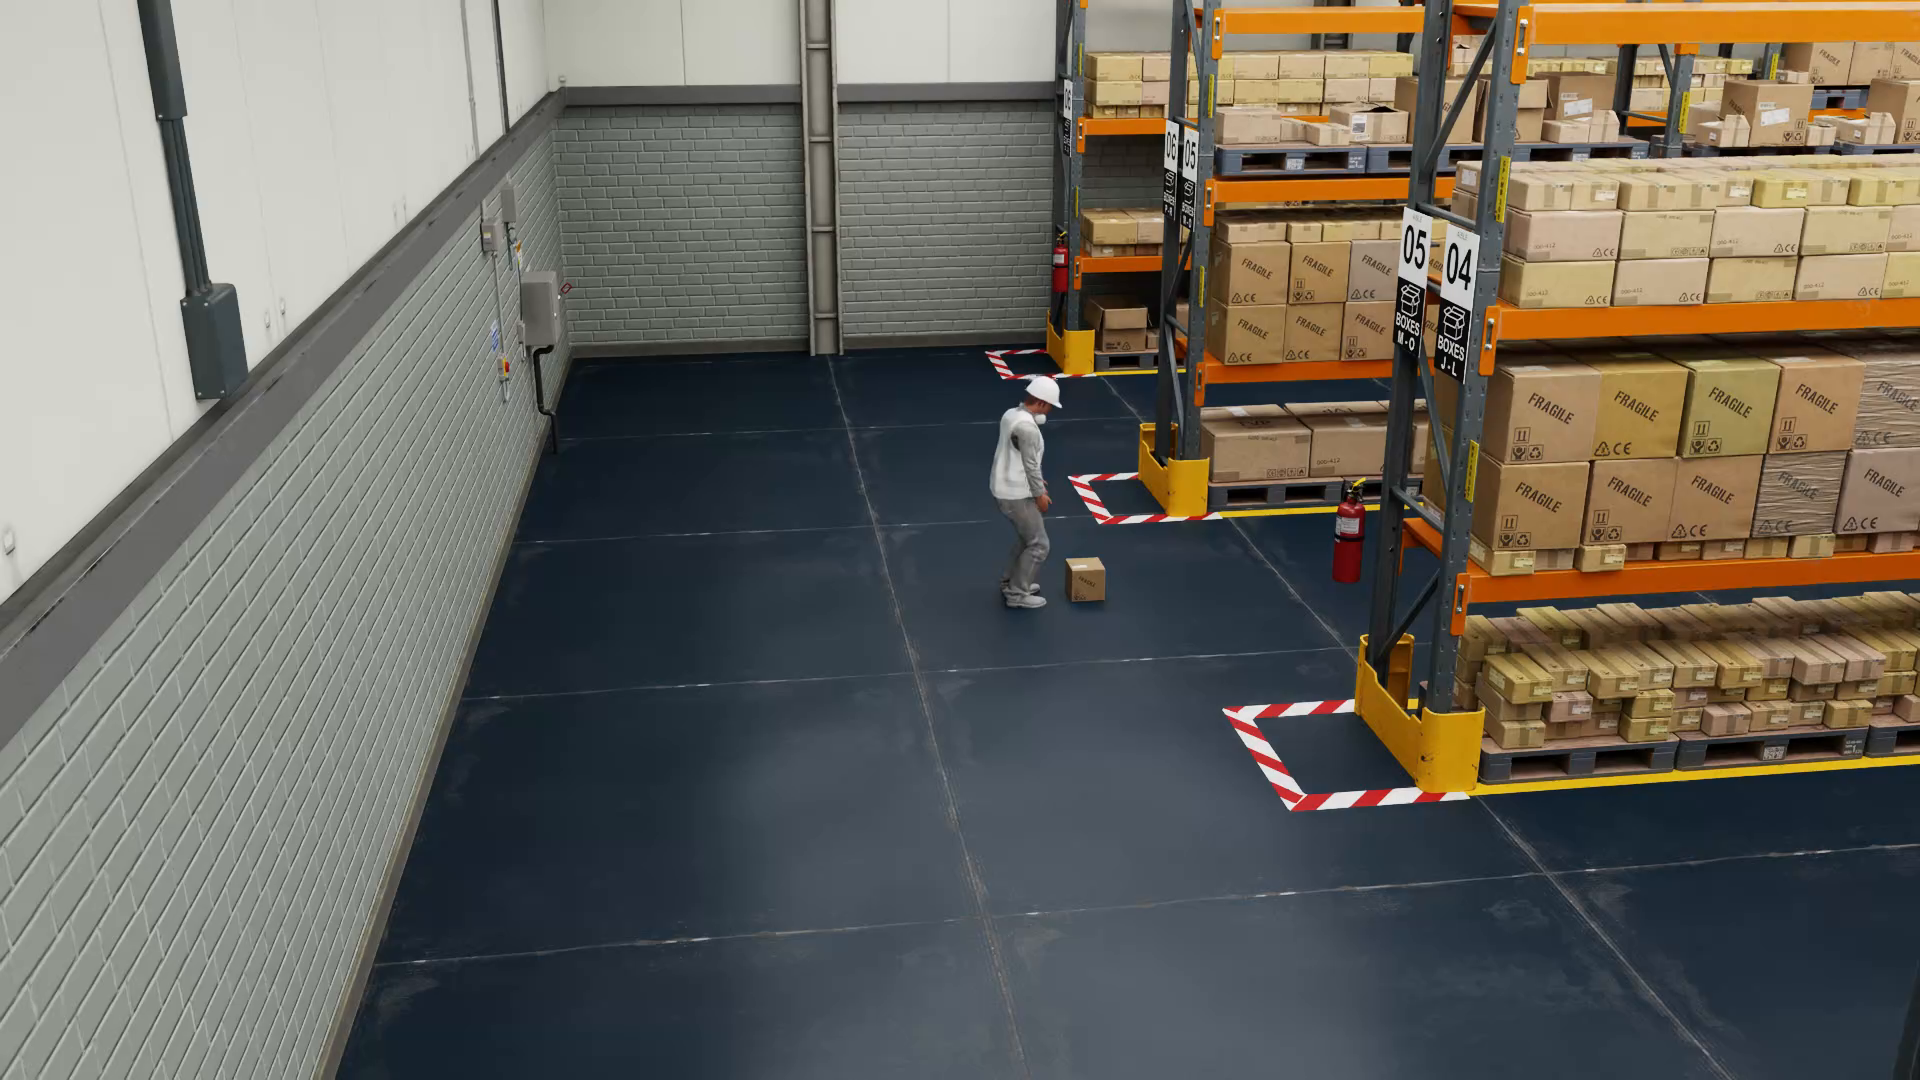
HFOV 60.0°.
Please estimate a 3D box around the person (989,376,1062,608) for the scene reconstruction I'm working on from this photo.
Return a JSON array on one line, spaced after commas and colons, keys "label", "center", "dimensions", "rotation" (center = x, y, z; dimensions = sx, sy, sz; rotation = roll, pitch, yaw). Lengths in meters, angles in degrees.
[{"label": "person", "center": [0.478, -0.366, 12.176], "dimensions": [0.516, 1.695, 0.567], "rotation": [-2, 20, -6]}]
